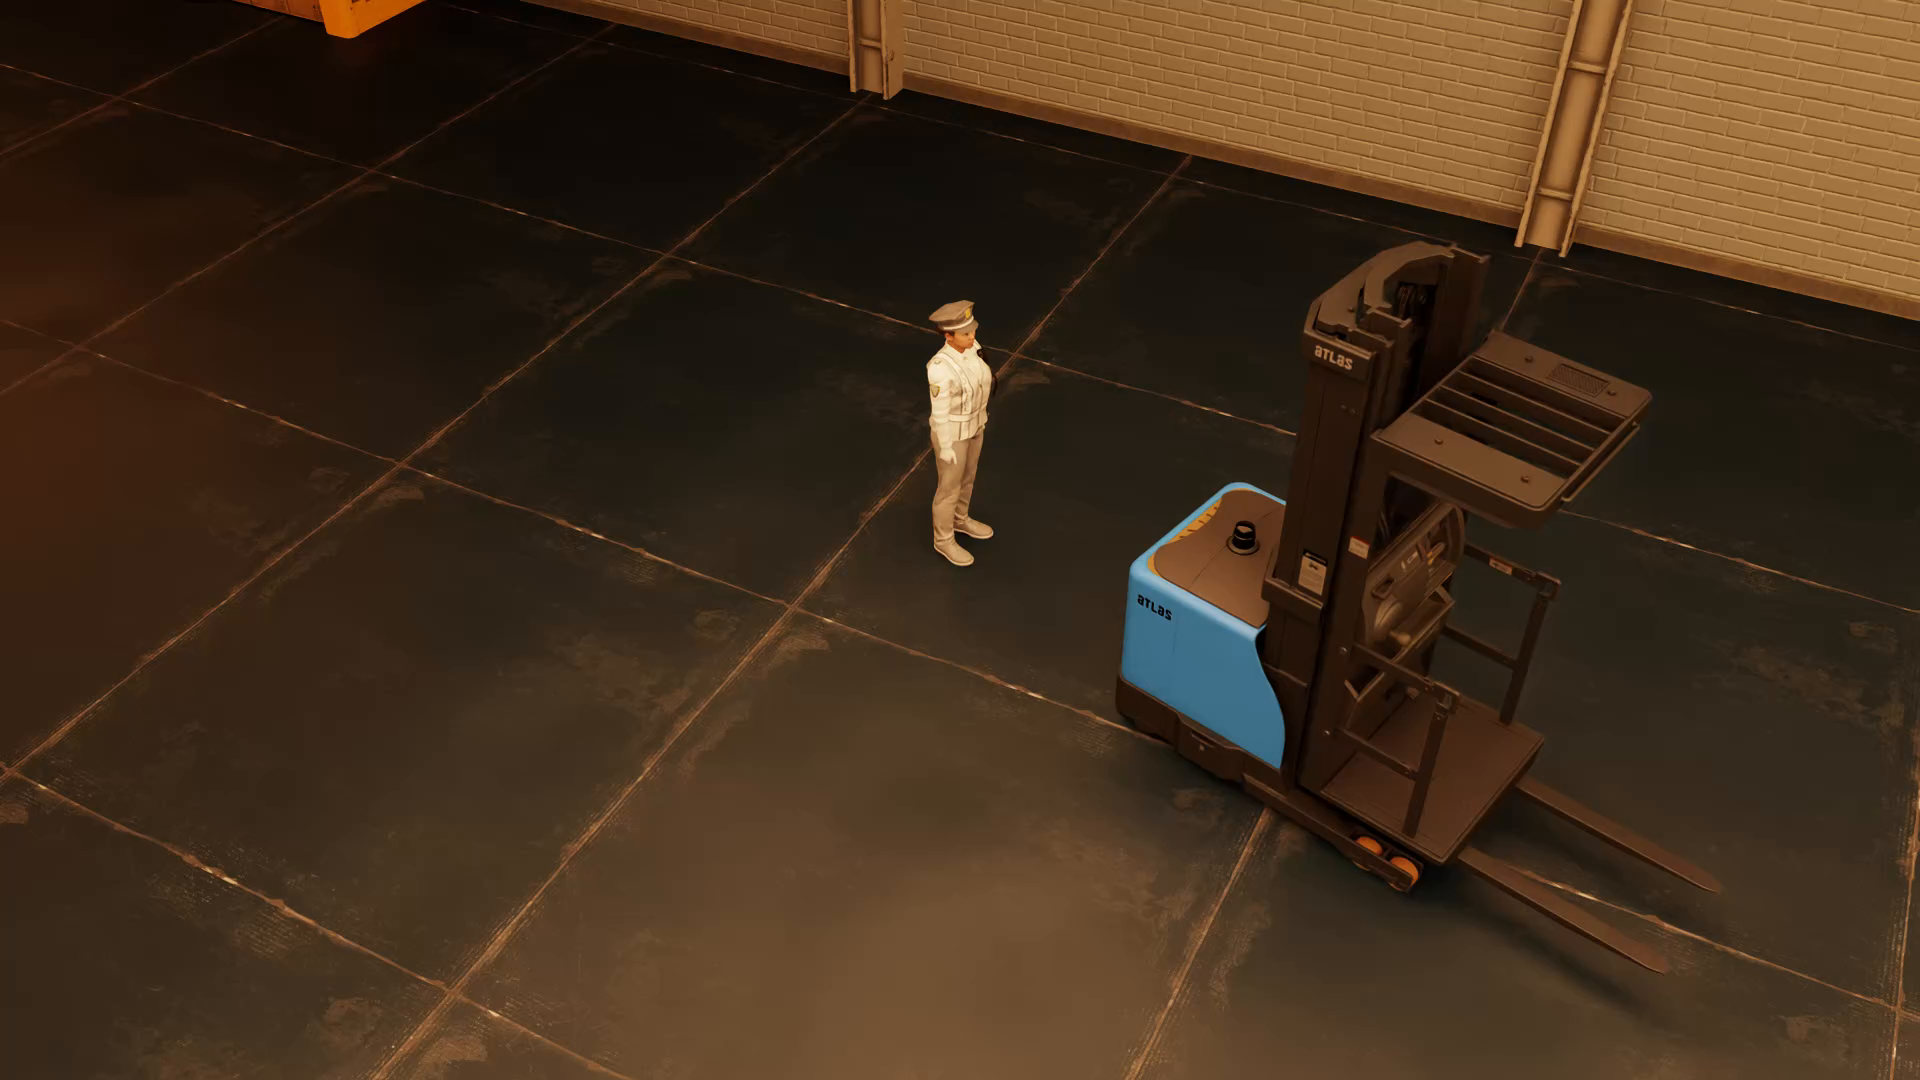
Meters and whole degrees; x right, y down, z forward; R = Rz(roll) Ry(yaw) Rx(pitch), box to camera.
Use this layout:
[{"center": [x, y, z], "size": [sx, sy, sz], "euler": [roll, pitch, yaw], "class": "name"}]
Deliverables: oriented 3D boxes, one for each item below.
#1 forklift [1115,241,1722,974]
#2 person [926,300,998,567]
[{"center": [2.289, 0.221, 7.724], "size": [3.031, 2.935, 1.130], "euler": [29, 48, 30], "class": "forklift"}, {"center": [0.002, -0.649, 9.722], "size": [0.353, 1.694, 0.461], "euler": [18, 43, 21], "class": "person"}]
